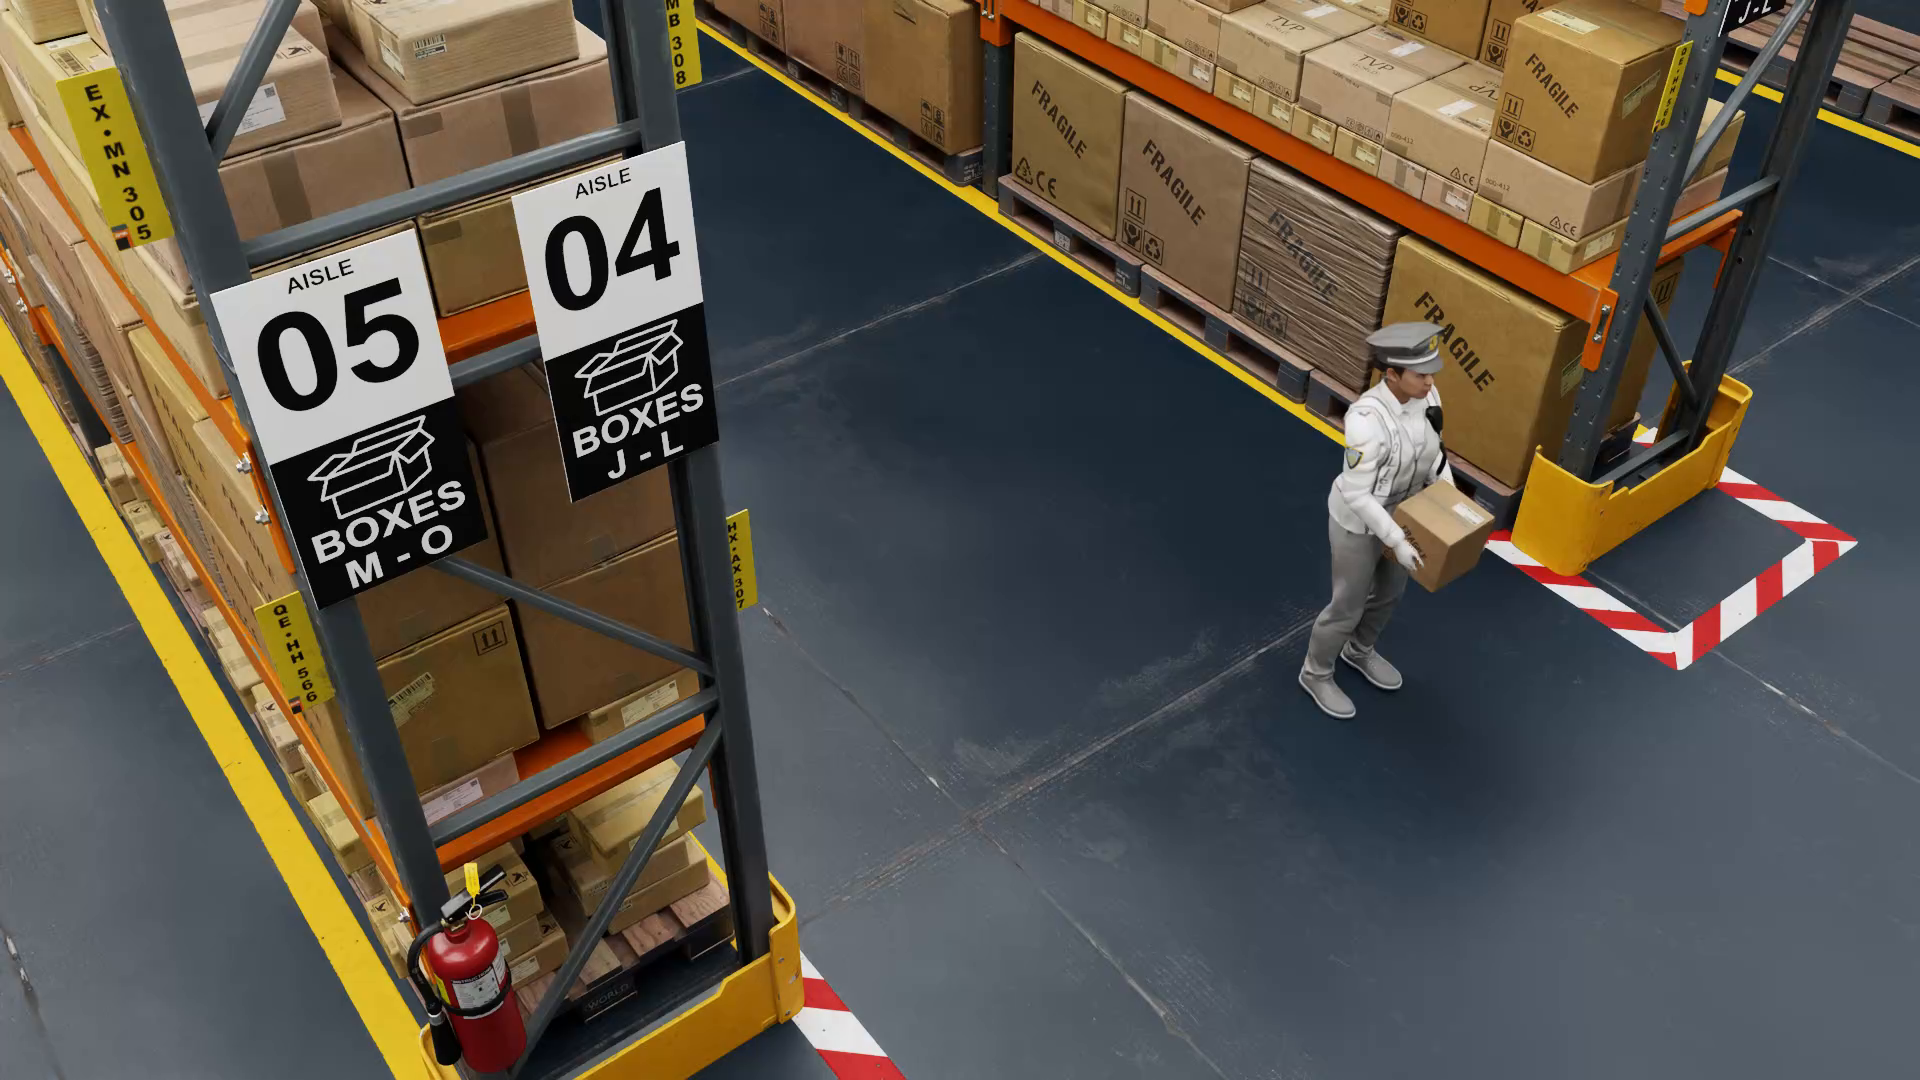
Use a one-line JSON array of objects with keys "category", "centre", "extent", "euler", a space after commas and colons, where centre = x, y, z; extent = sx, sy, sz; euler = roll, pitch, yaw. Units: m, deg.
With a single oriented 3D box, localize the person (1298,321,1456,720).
[{"category": "person", "centre": [1.611, -0.045, 6.185], "extent": [0.489, 1.692, 0.489], "euler": [-27, 47, -28]}]
